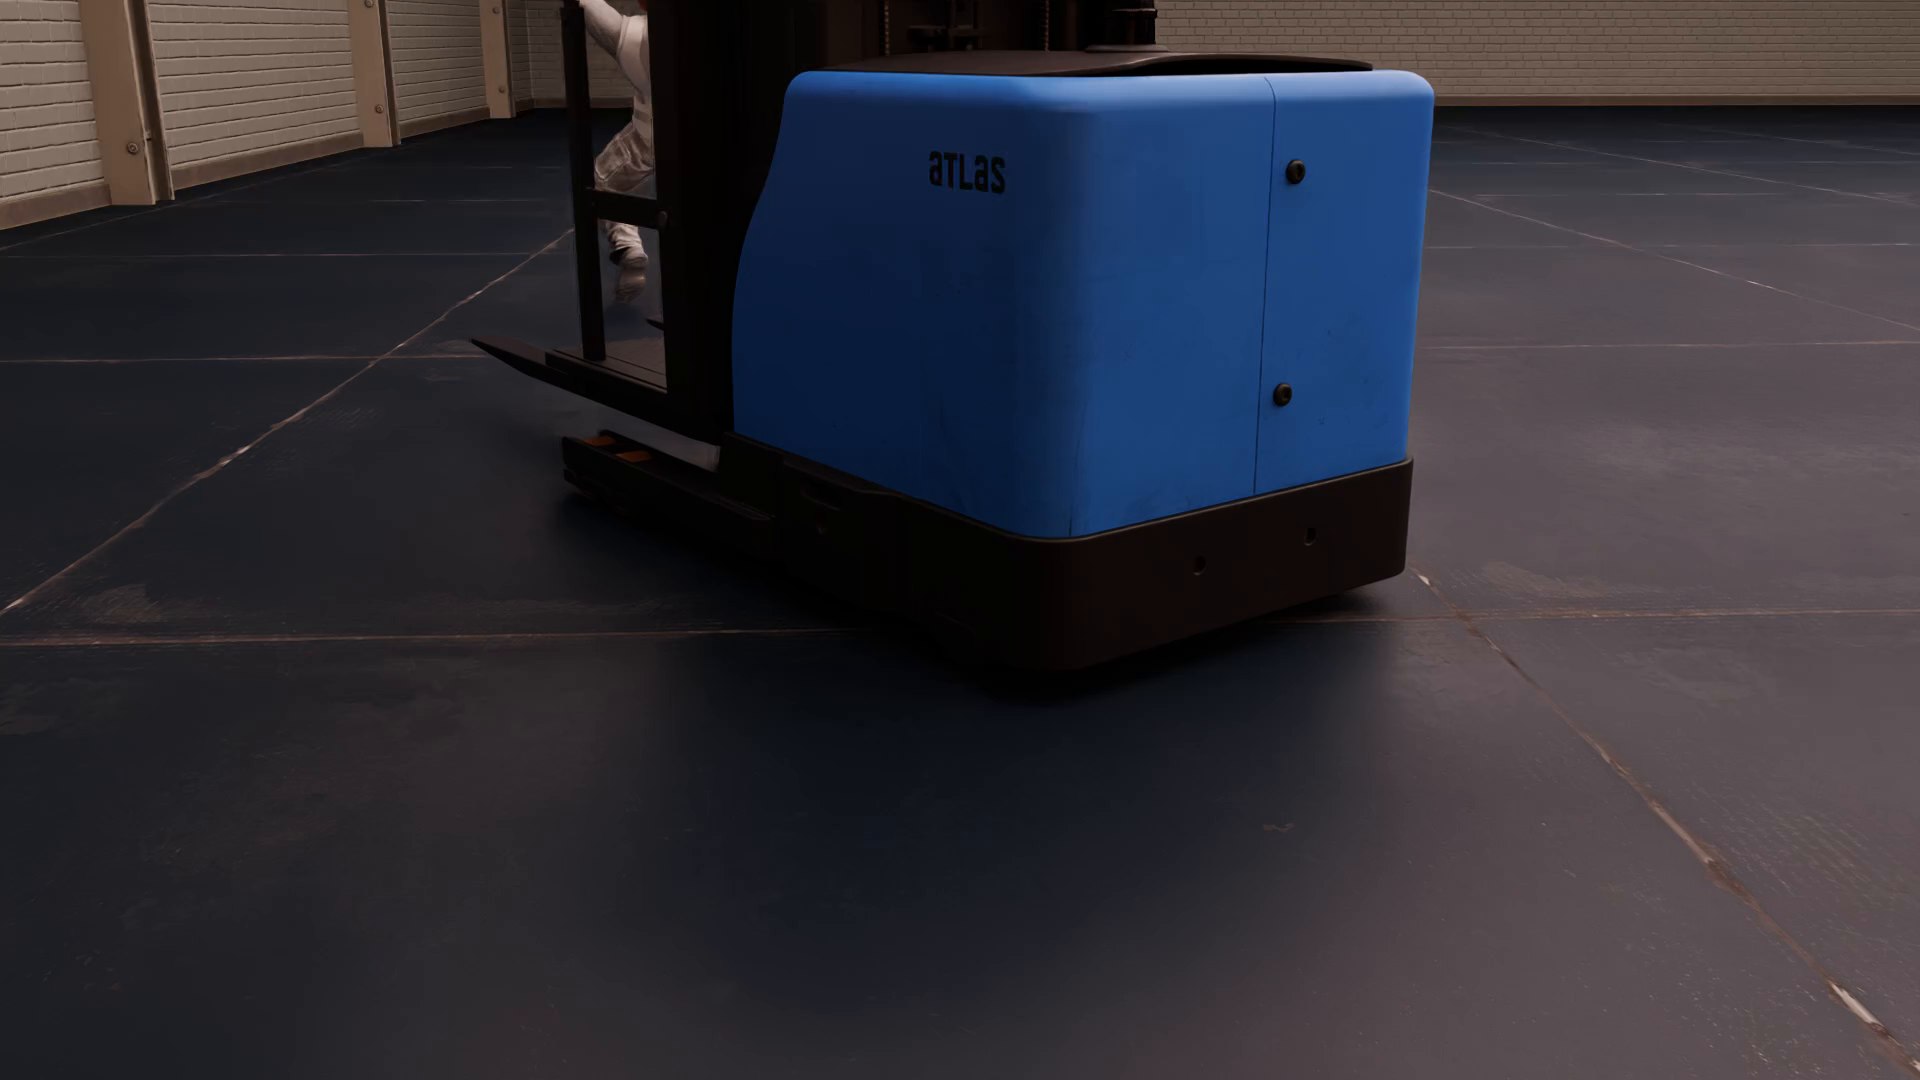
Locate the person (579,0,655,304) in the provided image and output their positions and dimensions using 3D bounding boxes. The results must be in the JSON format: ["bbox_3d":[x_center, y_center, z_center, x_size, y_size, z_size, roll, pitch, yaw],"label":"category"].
[{"bbox_3d":[-1.180,-1.848,7.095,1.044,1.671,0.732,-5,18,-16],"label":"person"}]

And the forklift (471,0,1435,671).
[{"bbox_3d":[-0.359,-1.534,3.923,1.130,2.935,3.031,-13,21,-35],"label":"forklift"}]
